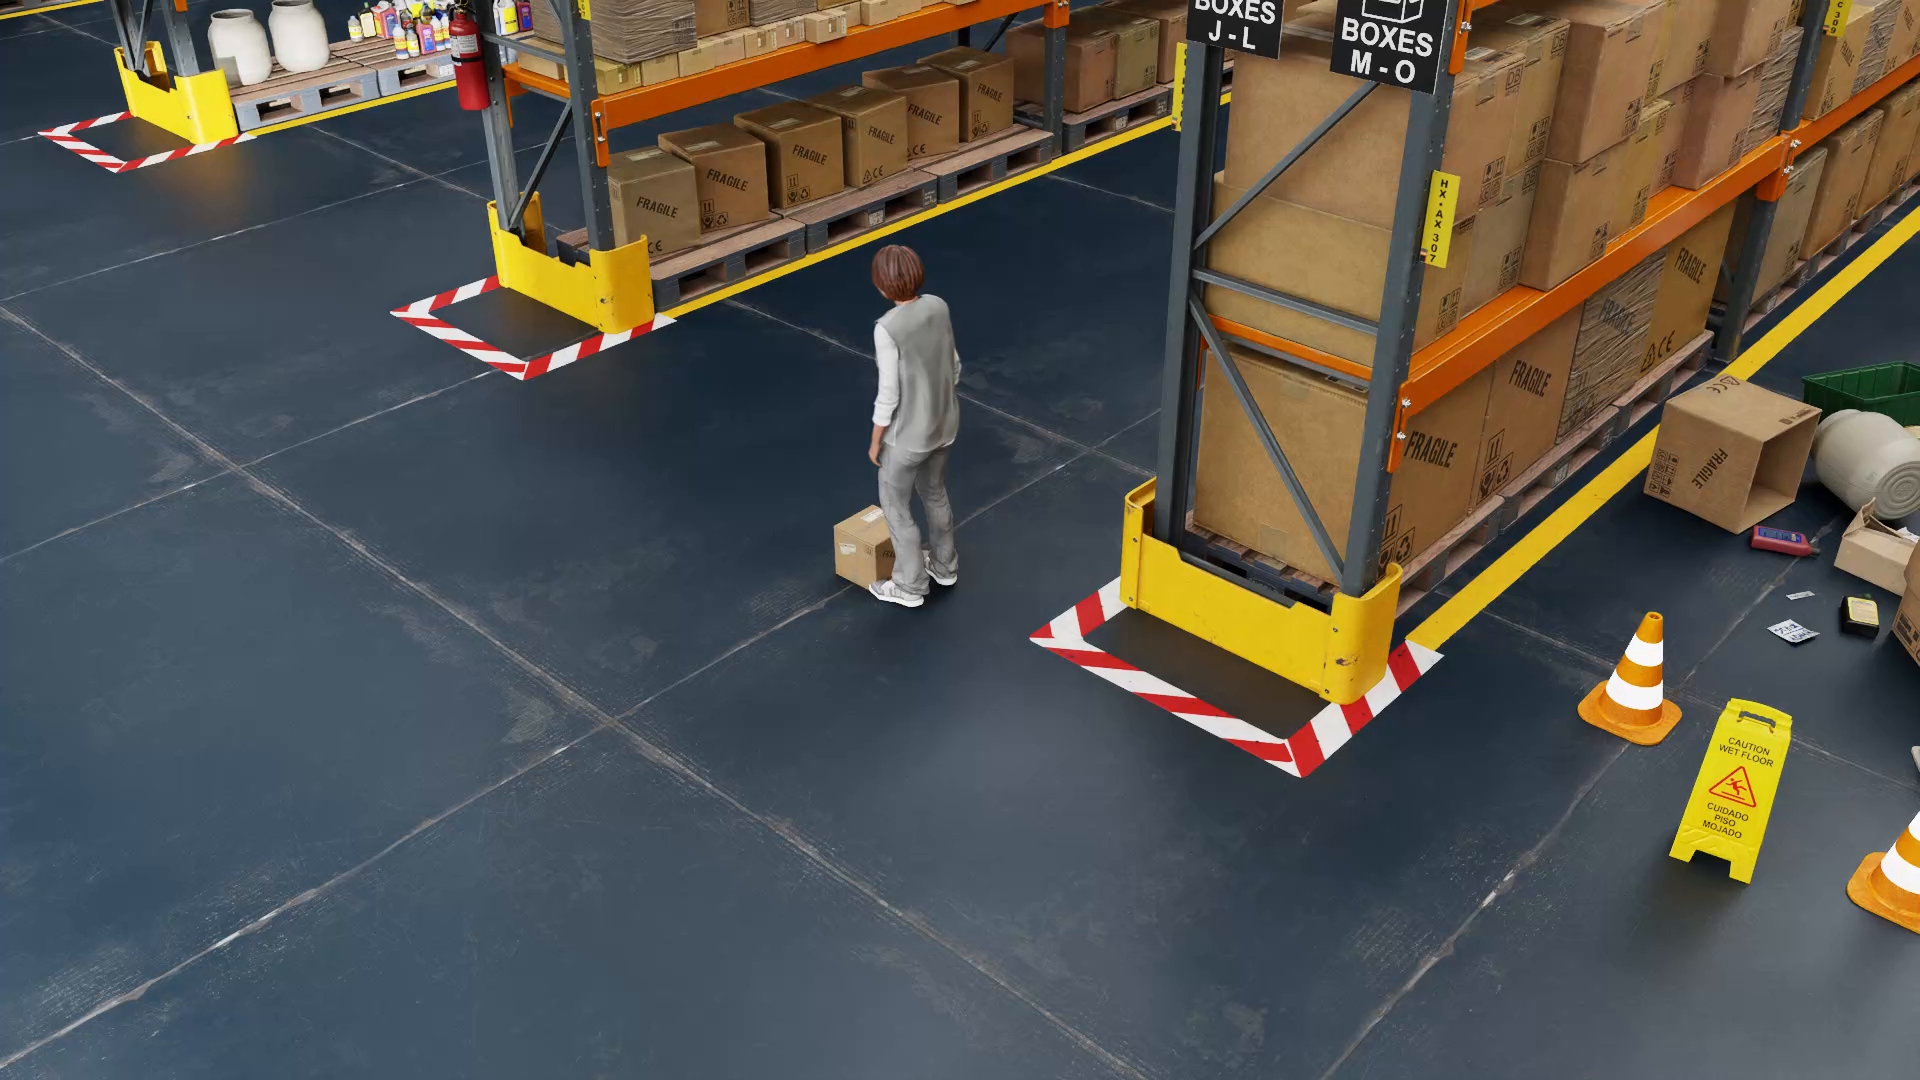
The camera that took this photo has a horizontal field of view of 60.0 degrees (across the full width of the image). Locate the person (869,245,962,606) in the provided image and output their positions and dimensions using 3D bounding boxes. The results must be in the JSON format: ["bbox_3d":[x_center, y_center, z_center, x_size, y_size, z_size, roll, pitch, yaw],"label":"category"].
[{"bbox_3d":[-0.189,-0.451,6.875,0.346,1.593,0.460,26,40,35],"label":"person"}]
